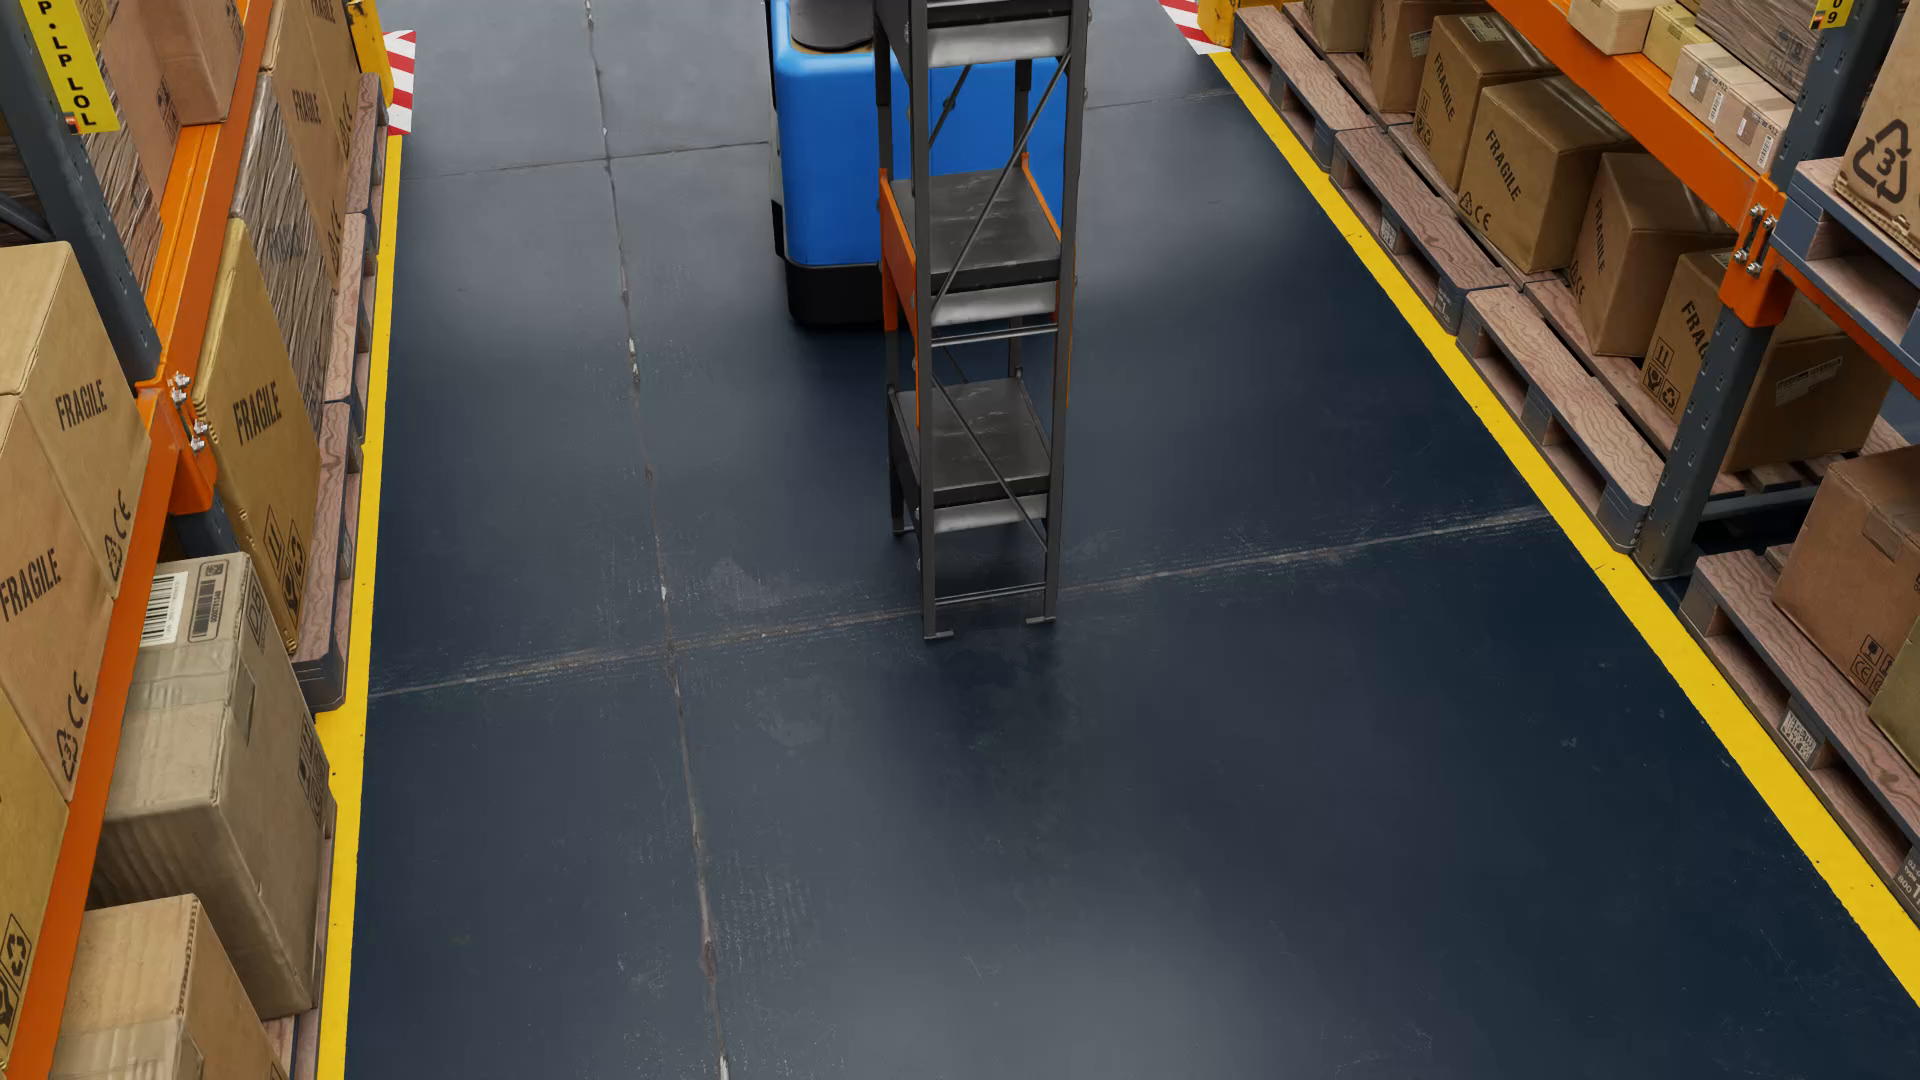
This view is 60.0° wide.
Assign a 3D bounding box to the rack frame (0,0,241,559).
[{"bbox_3d":[-2.271,-0.456,3.504,1.000,3.000,0.127,-8,42,-9],"label":"rack frame"}]

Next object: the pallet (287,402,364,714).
[{"bbox_3d":[-2.358,0.083,4.997,1.003,0.211,1.213,-8,42,-9],"label":"pallet"}]

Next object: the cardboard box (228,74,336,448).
[{"bbox_3d":[-2.536,-0.820,5.198,0.875,0.875,0.875,-8,42,-9],"label":"cardboard box"}]

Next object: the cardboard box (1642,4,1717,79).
[{"bbox_3d":[2.221,-1.438,4.800,0.380,0.149,0.250,-8,42,-9],"label":"cardboard box"}]

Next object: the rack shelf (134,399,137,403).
[{"bbox_3d":[-1.839,1.037,2.217,0.919,0.124,3.809,-8,42,-9],"label":"rack shelf"}]

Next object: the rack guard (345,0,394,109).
[{"bbox_3d":[-3.139,-2.129,7.272,1.175,0.500,0.348,-8,42,-9],"label":"rack guard"}]

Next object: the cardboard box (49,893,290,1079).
[{"bbox_3d":[-1.844,1.244,2.967,1.050,0.750,0.750,-8,42,-9],"label":"cardboard box"}]

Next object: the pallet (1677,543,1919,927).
[{"bbox_3d":[2.764,0.447,4.588,1.003,0.211,1.213,-8,42,-9],"label":"pallet"}]

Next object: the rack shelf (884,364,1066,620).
[{"bbox_3d":[0.036,-0.144,4.906,0.431,0.518,0.480,-8,42,-9],"label":"rack shelf"}]

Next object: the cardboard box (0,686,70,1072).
[{"bbox_3d":[-1.679,0.462,2.395,0.500,0.500,0.500,-8,42,-9],"label":"cardboard box"}]

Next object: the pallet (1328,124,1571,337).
[{"bbox_3d":[2.148,-1.281,6.534,1.003,0.211,1.213,-8,42,-9],"label":"pallet"}]

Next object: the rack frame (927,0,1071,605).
[{"bbox_3d":[0.087,-0.520,4.254,0.380,1.831,0.006,-8,42,-9],"label":"rack frame"}]

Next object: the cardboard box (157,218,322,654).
[{"bbox_3d":[-2.338,-0.236,4.540,0.875,0.875,0.875,-8,42,-9],"label":"cardboard box"}]

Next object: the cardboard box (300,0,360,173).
[{"bbox_3d":[-2.923,-1.981,6.506,0.875,0.875,0.875,-8,42,-9],"label":"cardboard box"}]

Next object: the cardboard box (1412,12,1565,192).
[{"bbox_3d":[2.128,-1.718,6.492,0.500,0.500,0.500,-5,42,-5],"label":"cardboard box"}]

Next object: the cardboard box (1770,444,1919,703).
[{"bbox_3d":[2.706,0.071,4.462,0.700,0.500,0.500,-11,43,-13],"label":"cardboard box"}]

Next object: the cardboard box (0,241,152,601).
[{"bbox_3d":[-1.897,-0.193,3.133,0.500,0.500,0.500,-9,42,-10],"label":"cardboard box"}]

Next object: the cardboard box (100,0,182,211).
[{"bbox_3d":[-2.503,-1.102,4.119,0.875,0.550,0.550,-8,42,-9],"label":"cardboard box"}]

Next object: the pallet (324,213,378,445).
[{"bbox_3d":[-2.625,-0.709,5.890,1.003,0.211,1.213,-8,42,-9],"label":"pallet"}]

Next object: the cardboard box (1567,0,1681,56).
[{"bbox_3d":[2.058,-1.584,4.964,0.380,0.149,0.250,-8,42,-9],"label":"cardboard box"}]

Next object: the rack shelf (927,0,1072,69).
[{"bbox_3d":[0.036,-1.294,3.886,0.368,0.174,0.457,-8,42,-9],"label":"rack shelf"}]

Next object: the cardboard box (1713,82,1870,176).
[{"bbox_3d":[2.261,-1.104,4.424,0.380,0.149,0.250,-8,42,-9],"label":"cardboard box"}]

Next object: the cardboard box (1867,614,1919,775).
[{"bbox_3d":[2.790,0.382,4.111,0.700,0.500,0.500,-9,42,-10],"label":"cardboard box"}]

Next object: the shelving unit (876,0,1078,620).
[{"bbox_3d":[-5.628,-0.965,2.385,12.070,5.092,0.667,-8,42,-9],"label":"shelving unit"}]

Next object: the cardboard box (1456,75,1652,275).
[{"bbox_3d":[2.205,-1.349,6.077,0.500,0.500,0.500,-12,43,-13],"label":"cardboard box"}]

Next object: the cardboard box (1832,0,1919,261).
[{"bbox_3d":[2.629,-0.947,3.289,1.000,1.000,1.000,-8,42,-9],"label":"cardboard box"}]

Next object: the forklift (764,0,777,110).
[{"bbox_3d":[-0.248,-2.851,6.254,1.121,2.935,3.031,-4,42,-5],"label":"forklift"}]

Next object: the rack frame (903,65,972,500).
[{"bbox_3d":[-0.018,-0.836,4.610,0.380,1.831,0.006,-8,42,-9],"label":"rack frame"}]

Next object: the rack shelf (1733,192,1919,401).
[{"bbox_3d":[3.026,0.465,3.009,1.077,0.370,4.000,-8,42,-9],"label":"rack shelf"}]

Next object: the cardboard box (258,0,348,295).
[{"bbox_3d":[-2.731,-1.411,5.864,0.875,0.875,0.875,-9,42,-10],"label":"cardboard box"}]

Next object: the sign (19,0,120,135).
[{"bbox_3d":[-1.743,-0.943,3.240,0.100,0.325,0.005,-8,42,-9],"label":"sign"}]

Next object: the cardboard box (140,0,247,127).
[{"bbox_3d":[-2.504,-1.469,4.533,0.875,0.550,0.550,-8,42,-9],"label":"cardboard box"}]

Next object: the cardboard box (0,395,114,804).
[{"bbox_3d":[-1.788,0.134,2.764,0.500,0.500,0.500,-9,42,-10],"label":"cardboard box"}]

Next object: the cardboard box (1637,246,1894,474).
[{"bbox_3d":[2.547,-0.588,5.220,0.500,0.500,0.500,-10,42,-11],"label":"cardboard box"}]

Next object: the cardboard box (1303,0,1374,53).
[{"bbox_3d":[1.849,-2.509,7.383,0.500,0.500,0.500,-1,42,-1],"label":"cardboard box"}]

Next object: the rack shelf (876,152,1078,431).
[{"bbox_3d":[0.036,-0.668,4.441,0.431,0.518,0.480,-8,42,-9],"label":"rack shelf"}]

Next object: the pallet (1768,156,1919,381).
[{"bbox_3d":[2.617,-0.513,3.713,1.003,0.211,1.213,-8,42,-9],"label":"pallet"}]

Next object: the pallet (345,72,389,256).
[{"bbox_3d":[-2.885,-1.498,6.779,1.003,0.211,1.213,-8,42,-9],"label":"pallet"}]

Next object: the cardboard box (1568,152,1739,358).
[{"bbox_3d":[2.224,-2.451,6.008,1.144,2.239,2.984,4,42,4],"label":"cardboard box"}]

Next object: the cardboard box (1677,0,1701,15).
[{"bbox_3d":[2.484,-1.879,4.808,0.875,0.500,0.500,-8,42,-9],"label":"cardboard box"}]

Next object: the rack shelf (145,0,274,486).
[{"bbox_3d":[-2.702,-1.483,5.203,1.077,0.370,4.000,-8,42,-9],"label":"rack shelf"}]

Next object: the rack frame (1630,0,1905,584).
[{"bbox_3d":[2.594,-1.101,4.231,1.000,3.000,0.127,-8,42,-9],"label":"rack frame"}]
